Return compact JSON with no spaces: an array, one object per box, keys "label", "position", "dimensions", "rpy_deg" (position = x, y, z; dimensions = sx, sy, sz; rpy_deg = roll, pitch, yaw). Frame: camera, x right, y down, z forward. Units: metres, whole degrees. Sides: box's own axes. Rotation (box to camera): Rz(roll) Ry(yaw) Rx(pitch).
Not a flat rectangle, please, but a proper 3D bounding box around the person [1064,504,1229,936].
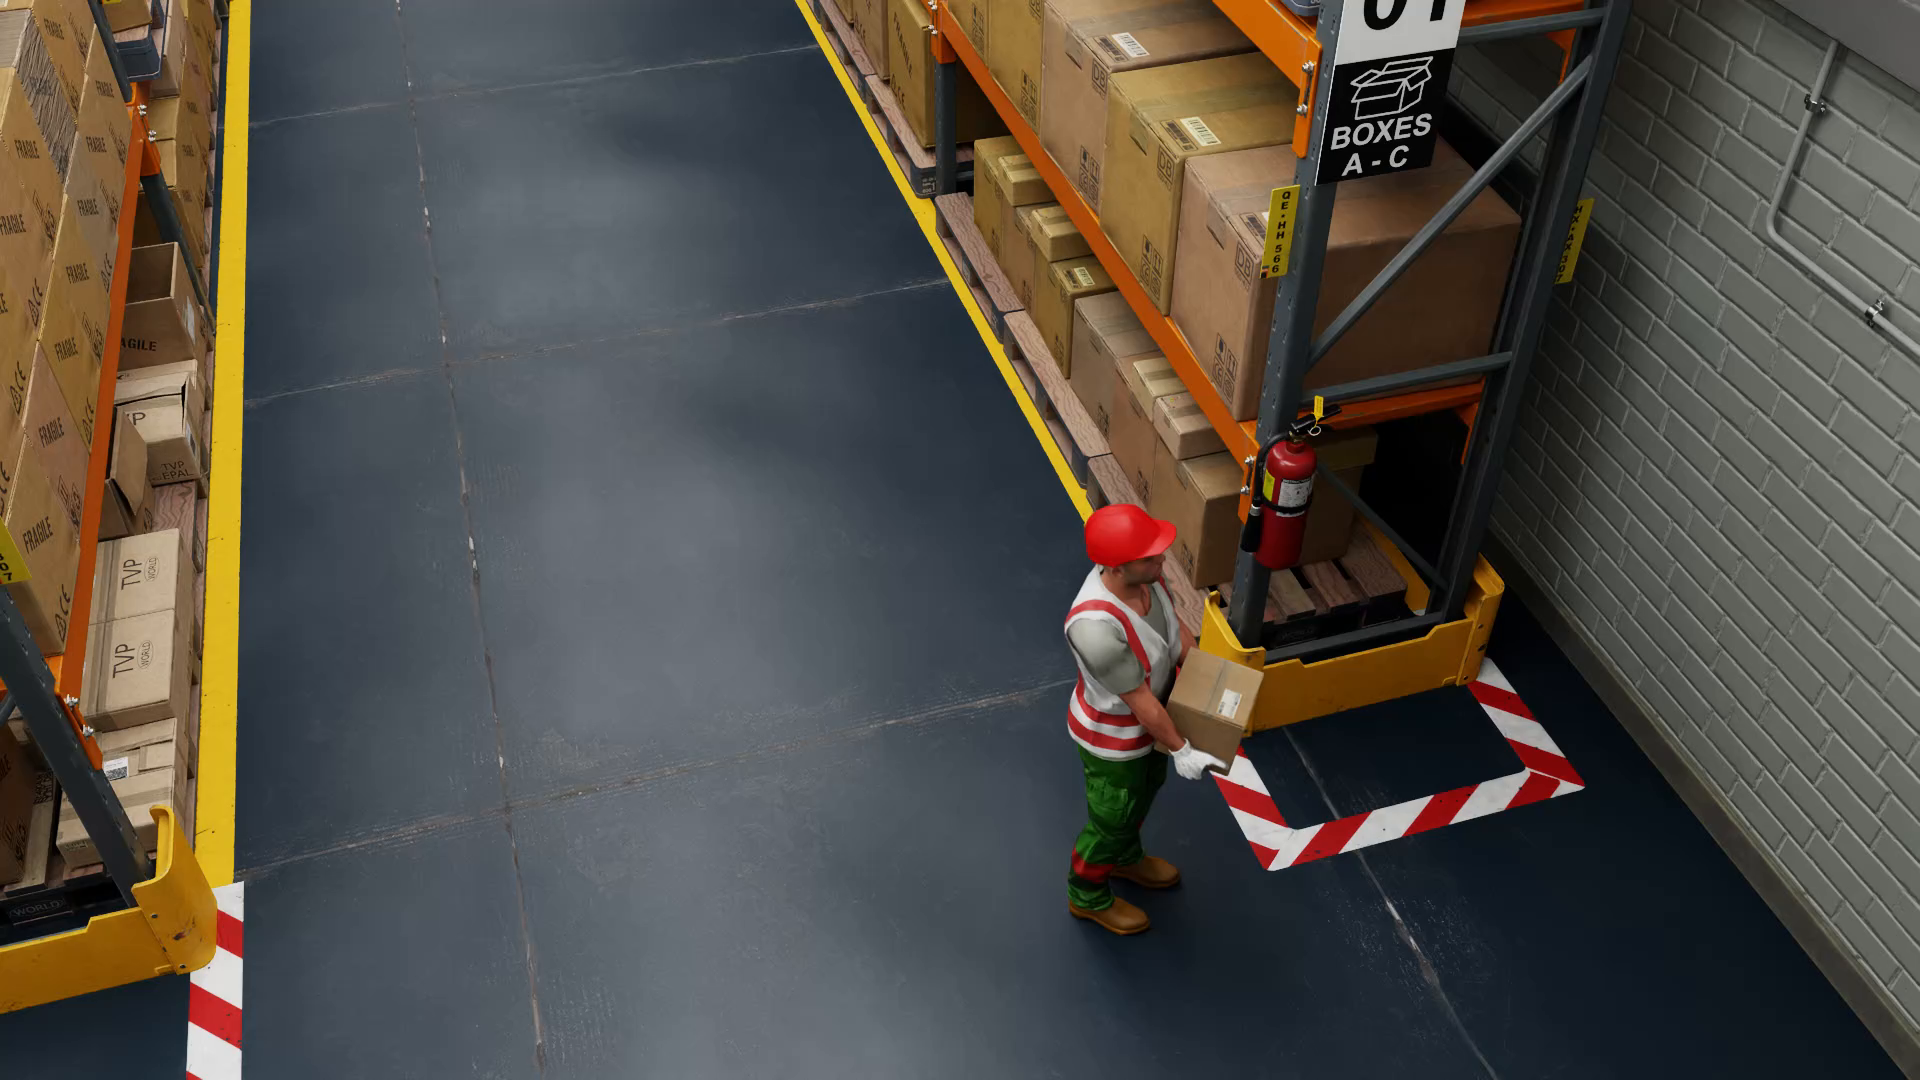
[{"label":"person","position":[0.636,0.616,5.457],"dimensions":[0.568,1.783,0.494],"rpy_deg":[15,44,16]}]
